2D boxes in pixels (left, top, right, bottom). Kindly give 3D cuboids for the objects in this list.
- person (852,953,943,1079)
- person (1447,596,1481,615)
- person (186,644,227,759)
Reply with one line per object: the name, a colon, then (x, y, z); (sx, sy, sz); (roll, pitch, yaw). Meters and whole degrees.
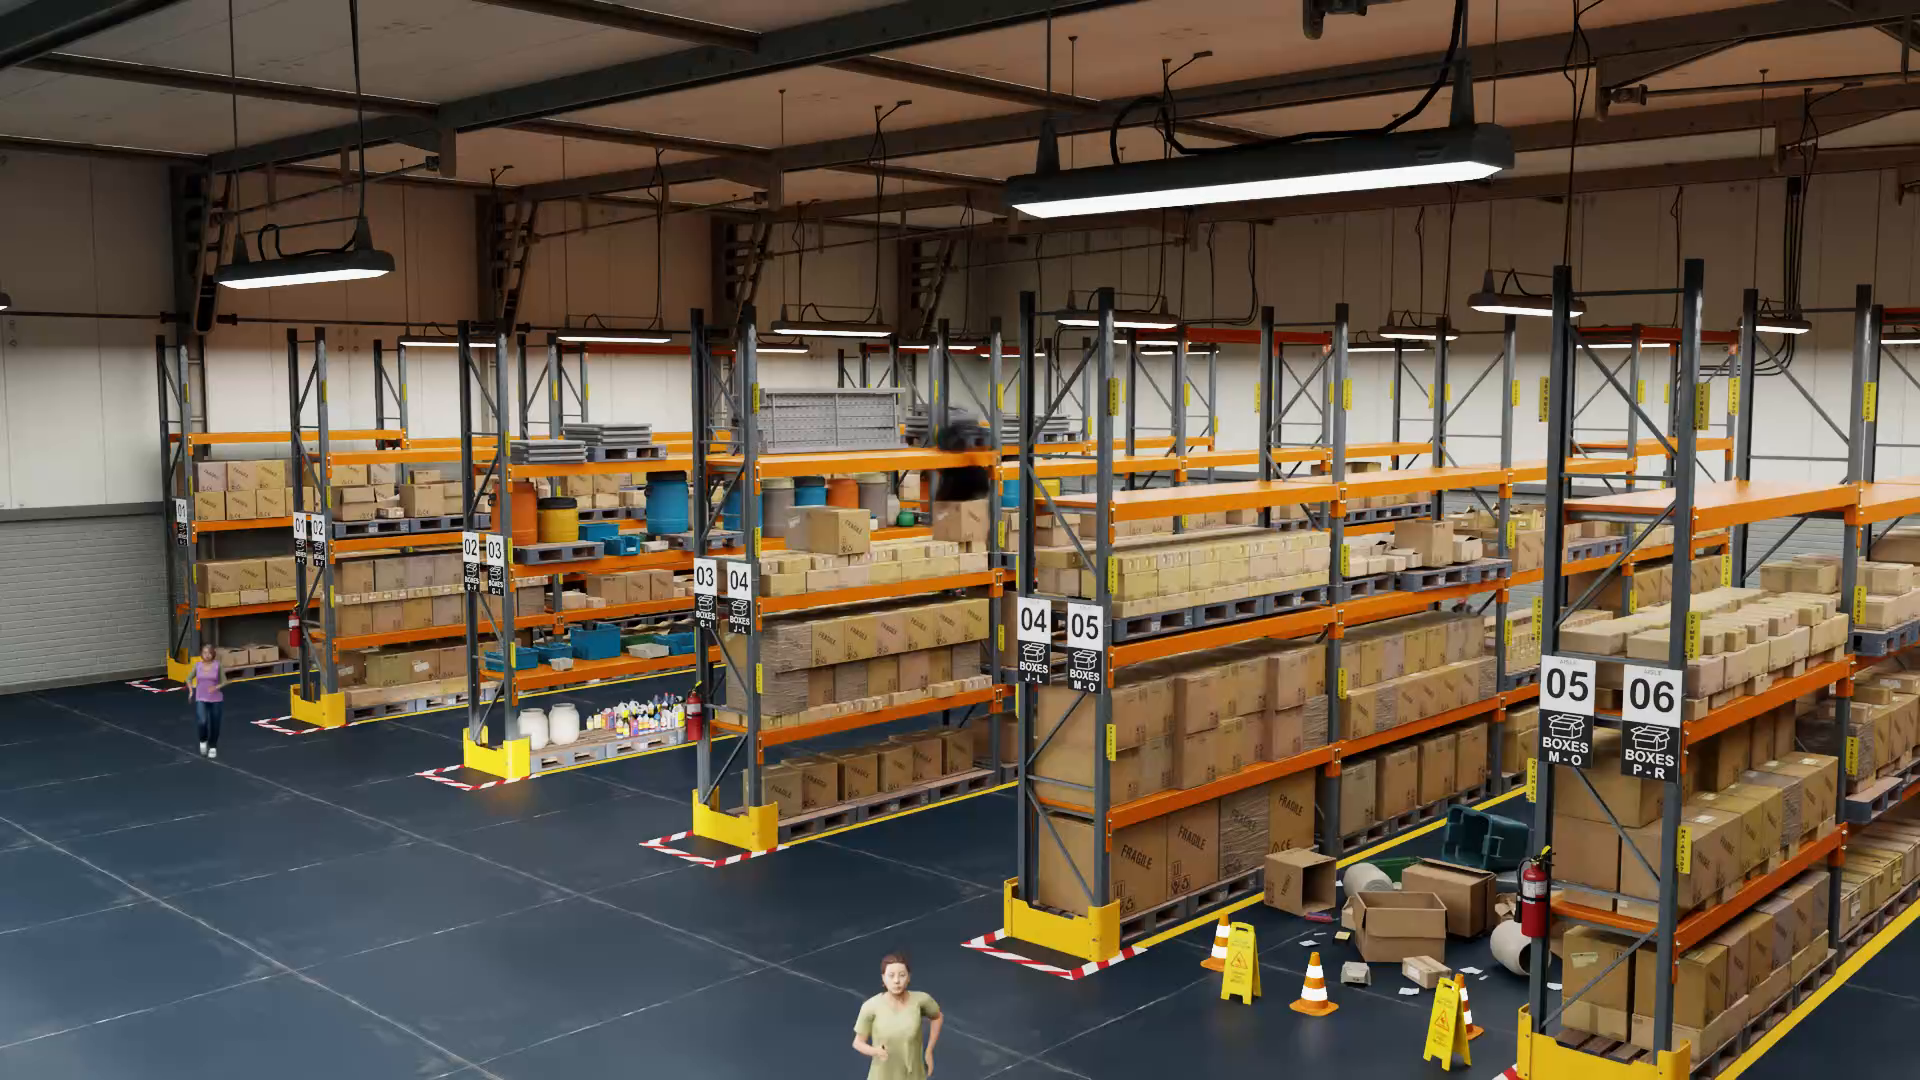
person: (-0.380, 3.376, 10.189); (0.559, 1.717, 0.698); (0, 5, -2)
person: (8.431, 1.697, 27.954); (0.652, 1.678, 0.555); (5, 7, 41)
person: (-10.340, 2.219, 22.850); (0.512, 1.570, 0.648); (-2, 6, -24)
